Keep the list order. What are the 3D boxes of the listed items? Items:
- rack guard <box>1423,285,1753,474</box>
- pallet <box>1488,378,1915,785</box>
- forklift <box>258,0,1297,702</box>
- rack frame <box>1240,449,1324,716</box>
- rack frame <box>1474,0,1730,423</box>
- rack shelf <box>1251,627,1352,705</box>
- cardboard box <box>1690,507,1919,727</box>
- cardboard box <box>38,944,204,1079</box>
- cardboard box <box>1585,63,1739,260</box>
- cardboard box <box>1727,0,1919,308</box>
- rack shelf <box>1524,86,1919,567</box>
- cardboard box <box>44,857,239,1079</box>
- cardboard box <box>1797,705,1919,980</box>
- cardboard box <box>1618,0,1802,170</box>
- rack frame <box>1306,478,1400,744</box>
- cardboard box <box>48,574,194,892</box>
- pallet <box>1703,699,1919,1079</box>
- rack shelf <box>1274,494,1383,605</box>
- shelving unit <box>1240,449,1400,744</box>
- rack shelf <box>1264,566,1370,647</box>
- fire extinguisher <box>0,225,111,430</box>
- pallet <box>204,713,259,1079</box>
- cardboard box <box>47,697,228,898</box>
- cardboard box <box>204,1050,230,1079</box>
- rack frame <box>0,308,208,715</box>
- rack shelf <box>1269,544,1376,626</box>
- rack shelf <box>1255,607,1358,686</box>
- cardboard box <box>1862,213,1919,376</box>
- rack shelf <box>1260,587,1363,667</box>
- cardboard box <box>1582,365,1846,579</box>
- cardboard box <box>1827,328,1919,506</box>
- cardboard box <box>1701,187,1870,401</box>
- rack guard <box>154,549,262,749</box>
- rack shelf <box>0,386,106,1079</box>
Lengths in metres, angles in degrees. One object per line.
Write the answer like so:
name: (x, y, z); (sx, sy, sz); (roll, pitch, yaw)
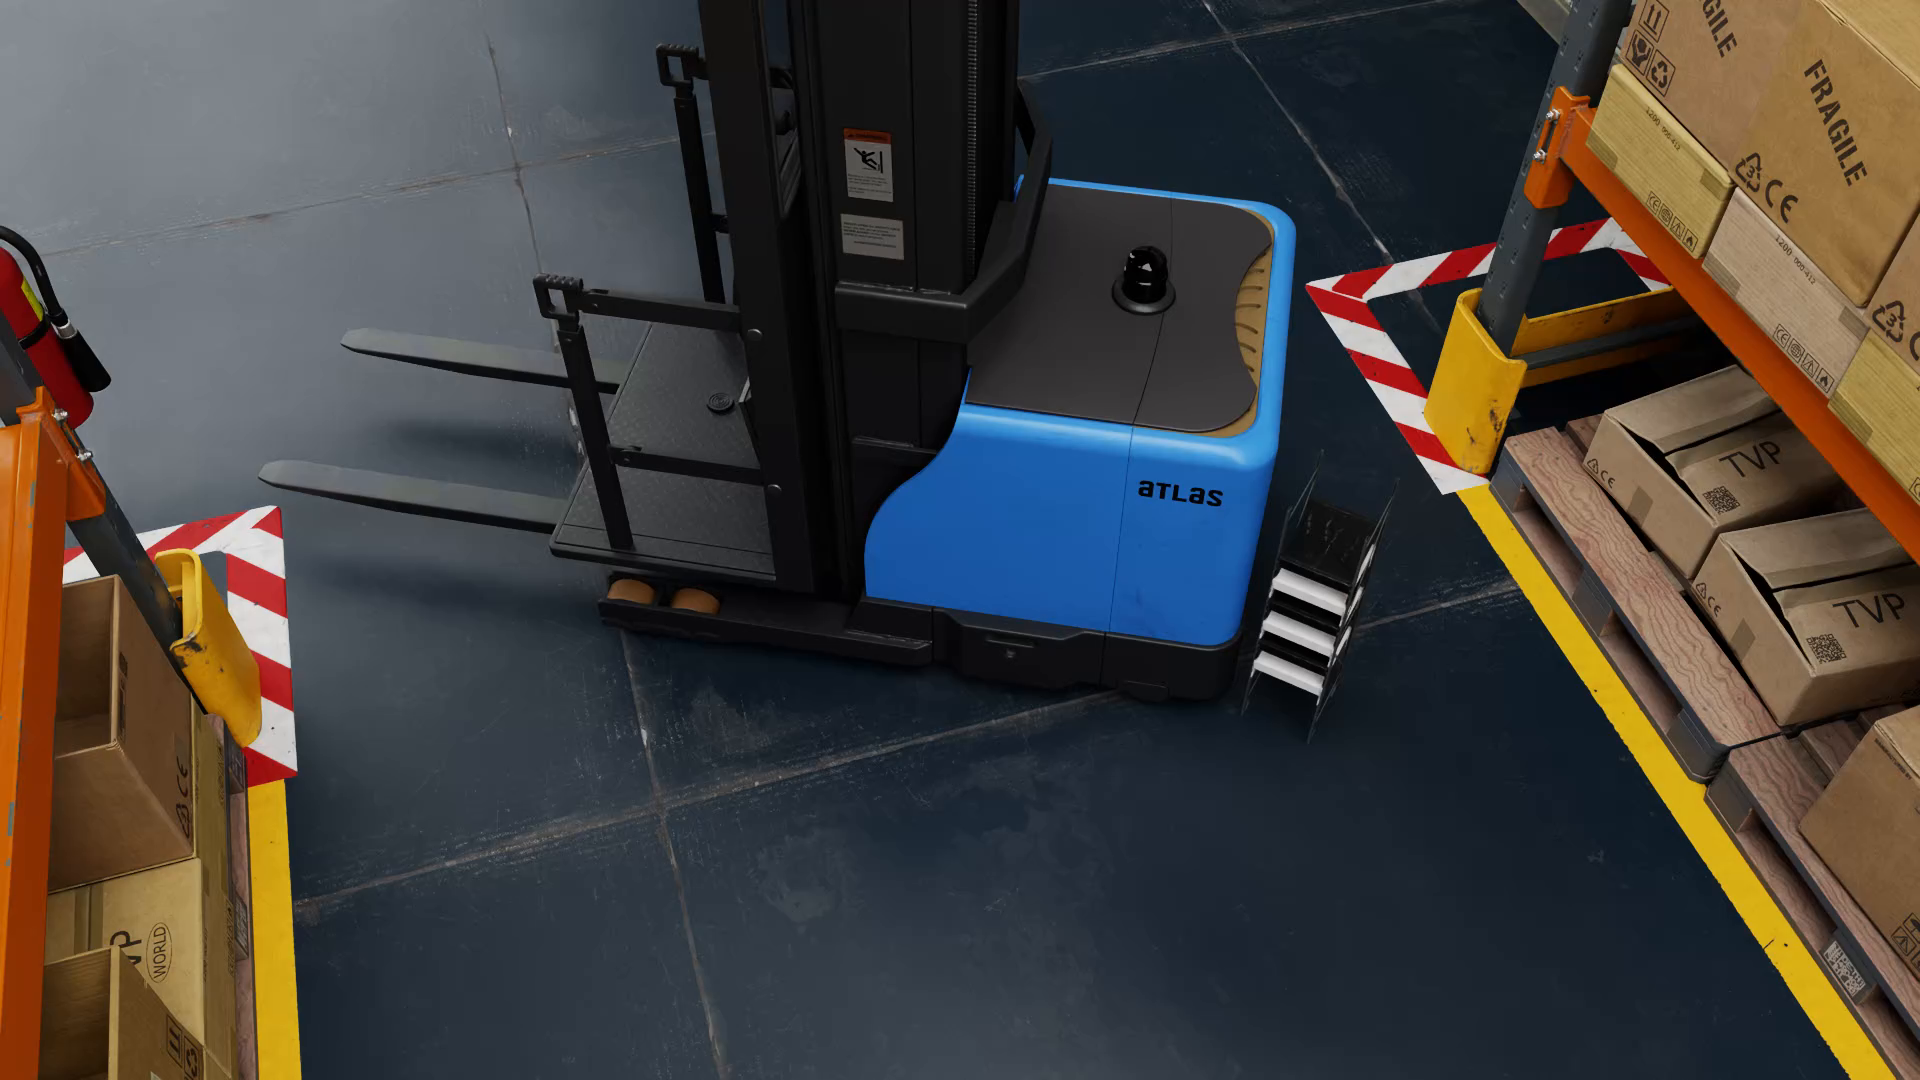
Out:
rack guard: (2.155, -0.620, 5.446); (1.175, 0.500, 0.348); (-13, 51, -11)
pallet: (2.362, 0.074, 5.049); (1.003, 0.211, 1.213); (-13, 51, -11)
forklift: (-0.617, -1.033, 4.204); (3.031, 2.935, 1.130); (8, 50, 7)
rack frame: (0.874, 0.138, 4.545); (0.006, 0.900, 0.240); (23, 54, 18)
rack frame: (2.133, -1.481, 4.537); (1.000, 3.000, 0.127); (-13, 51, -11)
rack shelf: (0.963, 0.313, 4.676); (0.200, 0.077, 0.258); (23, 54, 18)
cardboard box: (2.420, 0.185, 4.603); (0.500, 0.311, 0.500); (-10, 51, -8)
cardboard box: (-1.846, 1.202, 3.308); (0.500, 0.500, 0.500); (-13, 51, -11)
cardboard box: (1.974, -1.011, 4.226); (0.500, 0.250, 0.500); (-15, 51, -12)
cardboard box: (2.124, -0.901, 3.643); (0.500, 0.500, 0.500); (-13, 51, -11)
rack shelf: (2.724, 0.211, 3.581); (1.077, 0.370, 4.000); (-13, 51, -11)
cardboard box: (-1.998, 1.080, 3.902); (0.500, 0.250, 0.500); (-13, 51, -11)
cardboard box: (2.589, 0.672, 4.069); (0.700, 0.500, 0.500); (-16, 52, -13)
cardboard box: (1.987, -1.265, 3.949); (0.500, 0.500, 0.500); (-13, 51, -11)
rack frame: (1.052, 0.214, 4.481); (0.006, 0.900, 0.240); (23, 54, 18)
cardboard box: (-2.155, 0.475, 3.921); (0.500, 0.500, 0.500); (-13, 51, -11)
pallet: (2.719, 0.964, 4.300); (1.003, 0.211, 1.213); (-13, 51, -11)
rack shelf: (0.963, 0.023, 4.332); (0.200, 0.077, 0.258); (23, 54, 18)
shelving unit: (0.963, 0.176, 4.513); (0.210, 0.900, 0.258); (23, 54, 18)
rack shelf: (0.963, 0.139, 4.470); (0.200, 0.077, 0.258); (23, 54, 18)
fire extinguisher: (-2.189, -0.525, 3.781); (0.296, 0.674, 0.183); (-13, 51, -11)
pallet: (-2.332, 1.089, 4.194); (1.003, 0.211, 1.213); (-13, 51, -11)
cardboard box: (-2.157, 0.717, 4.207); (0.500, 0.250, 0.500); (-13, 51, -11)
cardboard box: (-1.848, 1.444, 3.594); (0.500, 0.250, 0.500); (-13, 51, -11)
rack frame: (-2.598, -0.359, 3.590); (1.000, 3.000, 0.127); (-13, 51, -11)
rack shelf: (0.963, 0.081, 4.401); (0.200, 0.077, 0.258); (23, 54, 18)
rack shelf: (0.963, 0.255, 4.607); (0.200, 0.077, 0.258); (23, 54, 18)
cardboard box: (2.270, -0.523, 3.323); (0.500, 0.500, 0.500); (-15, 51, -12)
rack shelf: (0.963, 0.197, 4.539); (0.200, 0.077, 0.258); (23, 54, 18)
cardboard box: (2.251, -0.231, 4.954); (0.500, 0.311, 0.500); (-19, 52, -15)
cardboard box: (2.286, -0.262, 3.594); (0.500, 0.250, 0.500); (-14, 51, -12)
cardboard box: (2.141, -0.635, 3.909); (0.500, 0.250, 0.500); (-15, 51, -12)
rack guard: (-2.605, 0.429, 4.561); (1.175, 0.500, 0.348); (-13, 51, -11)
rack shelf: (-2.007, 1.334, 2.634); (1.077, 0.370, 4.000); (-13, 51, -11)
